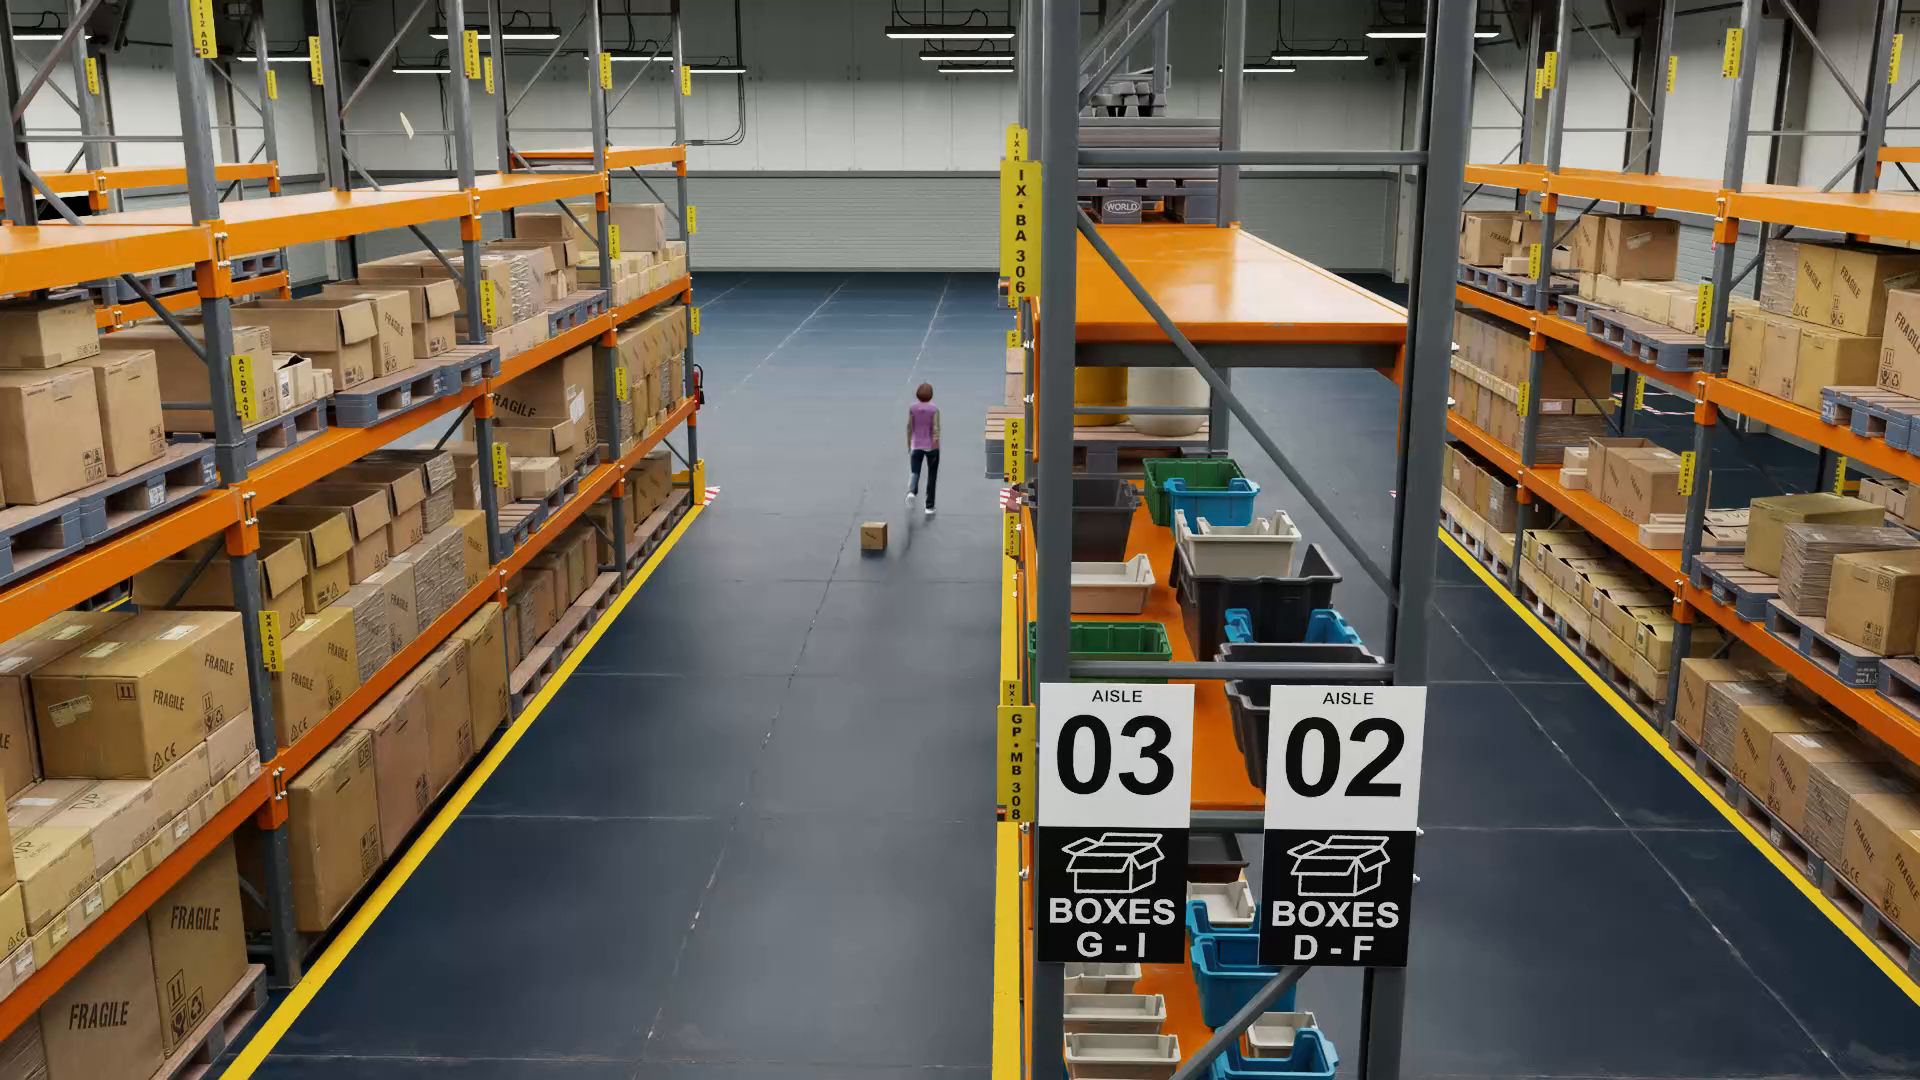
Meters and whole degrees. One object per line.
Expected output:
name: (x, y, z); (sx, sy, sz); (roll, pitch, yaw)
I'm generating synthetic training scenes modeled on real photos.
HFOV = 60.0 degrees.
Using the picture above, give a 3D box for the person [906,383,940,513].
person: (-0.444, -1.062, 19.653); (0.414, 1.586, 0.638); (2, 14, 9)
